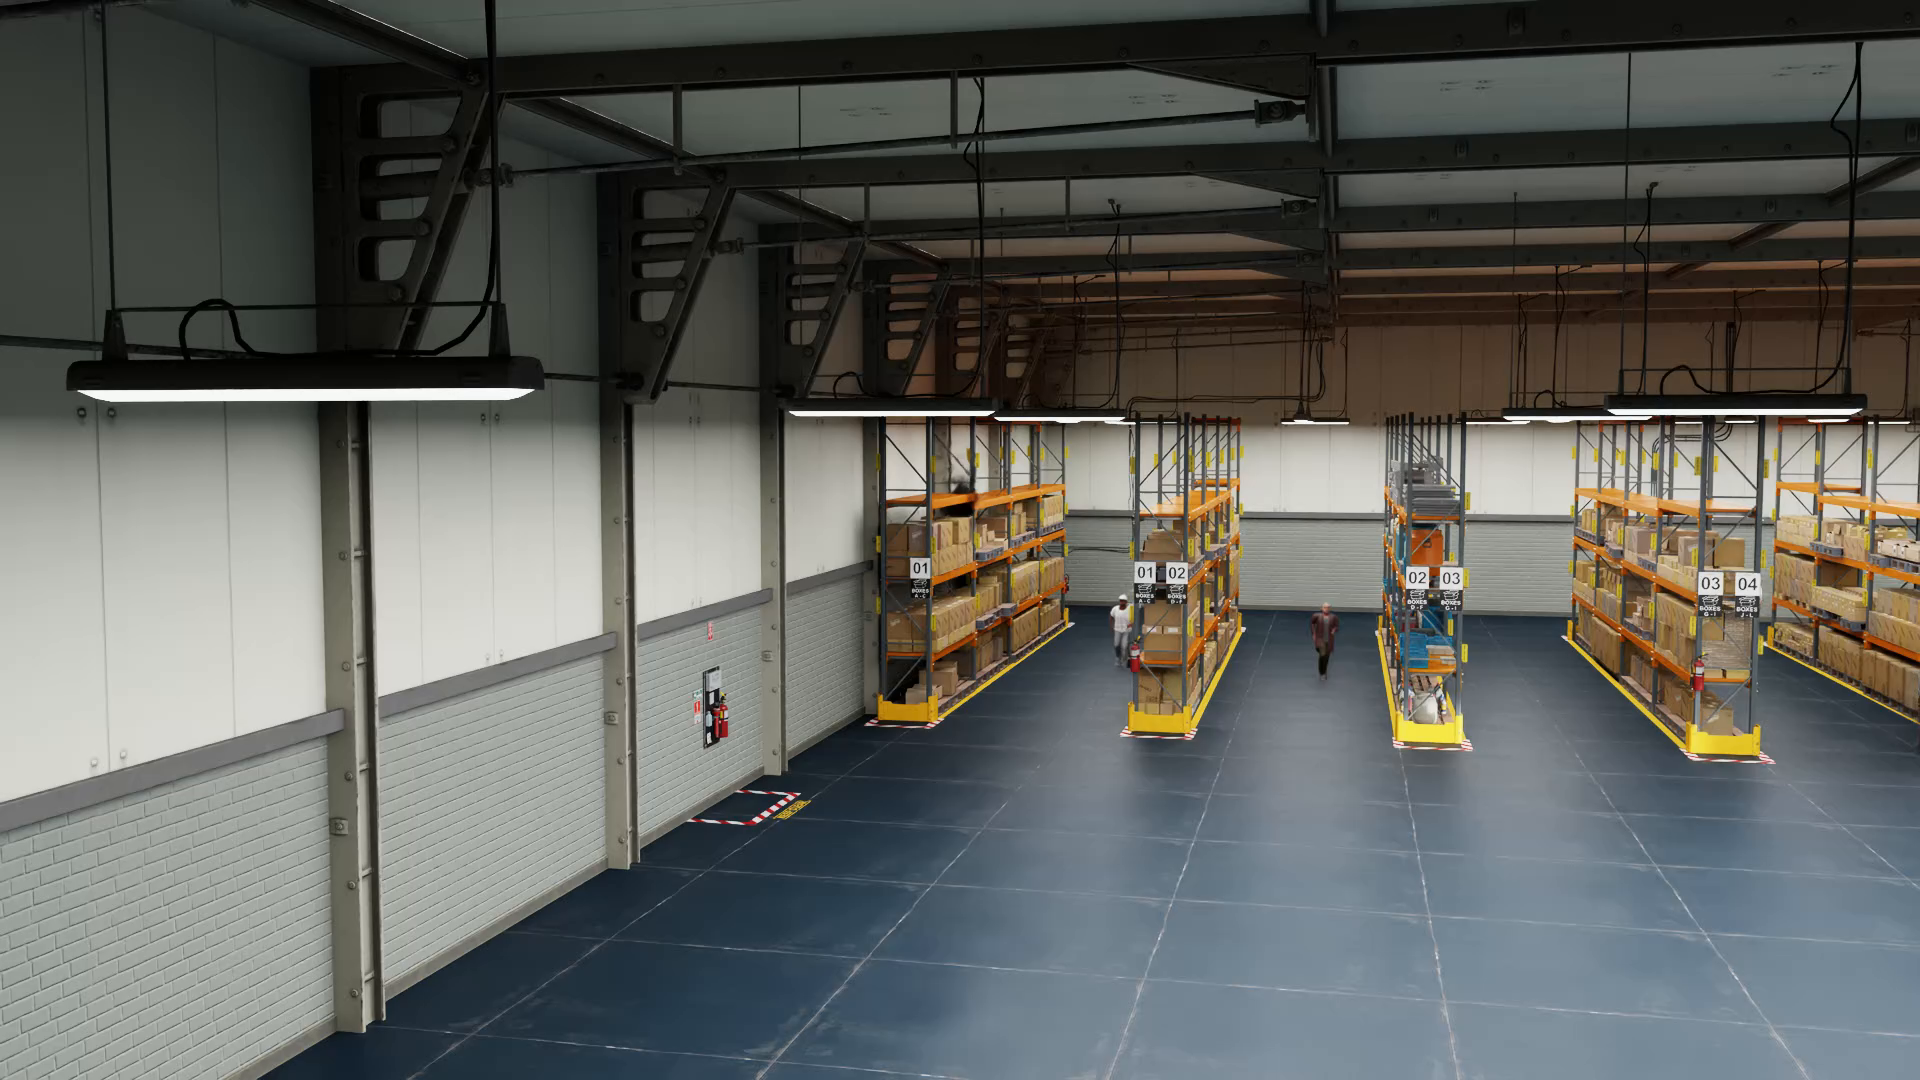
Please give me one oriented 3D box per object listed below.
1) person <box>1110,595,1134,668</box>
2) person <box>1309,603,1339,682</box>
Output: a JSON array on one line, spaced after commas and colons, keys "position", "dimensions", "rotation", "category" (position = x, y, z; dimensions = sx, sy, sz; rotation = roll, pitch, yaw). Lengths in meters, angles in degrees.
[{"position": [3.872, 2.175, 39.566], "dimensions": [0.698, 1.748, 0.653], "rotation": [1, 4, 14], "category": "person"}, {"position": [8.253, 2.312, 37.611], "dimensions": [0.613, 1.815, 0.909], "rotation": [0, 4, -3], "category": "person"}]
